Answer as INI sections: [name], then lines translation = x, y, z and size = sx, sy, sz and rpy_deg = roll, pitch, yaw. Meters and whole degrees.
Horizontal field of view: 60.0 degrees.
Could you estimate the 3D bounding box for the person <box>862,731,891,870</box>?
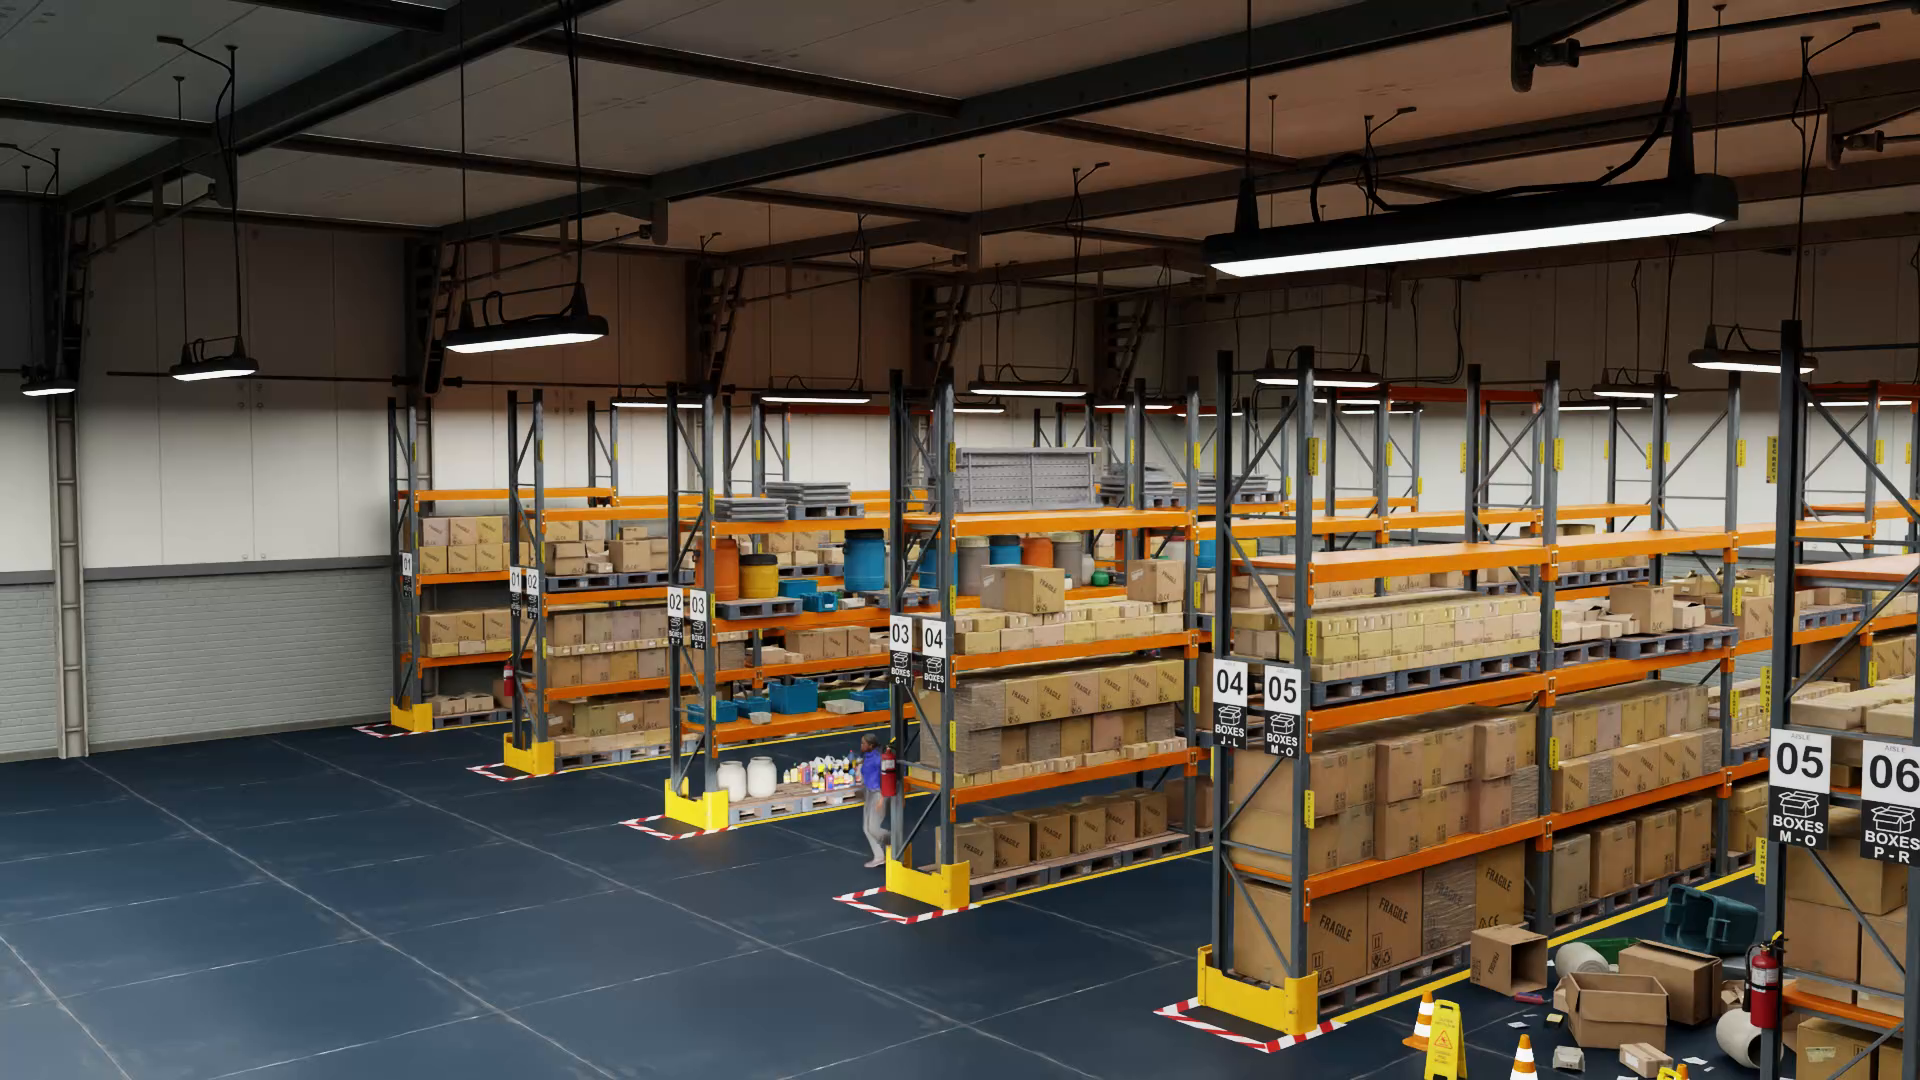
[person]
translation = -0.994, 3.178, 20.315
size = 0.413, 1.693, 0.526
rpy_deg = -1, 3, -17
